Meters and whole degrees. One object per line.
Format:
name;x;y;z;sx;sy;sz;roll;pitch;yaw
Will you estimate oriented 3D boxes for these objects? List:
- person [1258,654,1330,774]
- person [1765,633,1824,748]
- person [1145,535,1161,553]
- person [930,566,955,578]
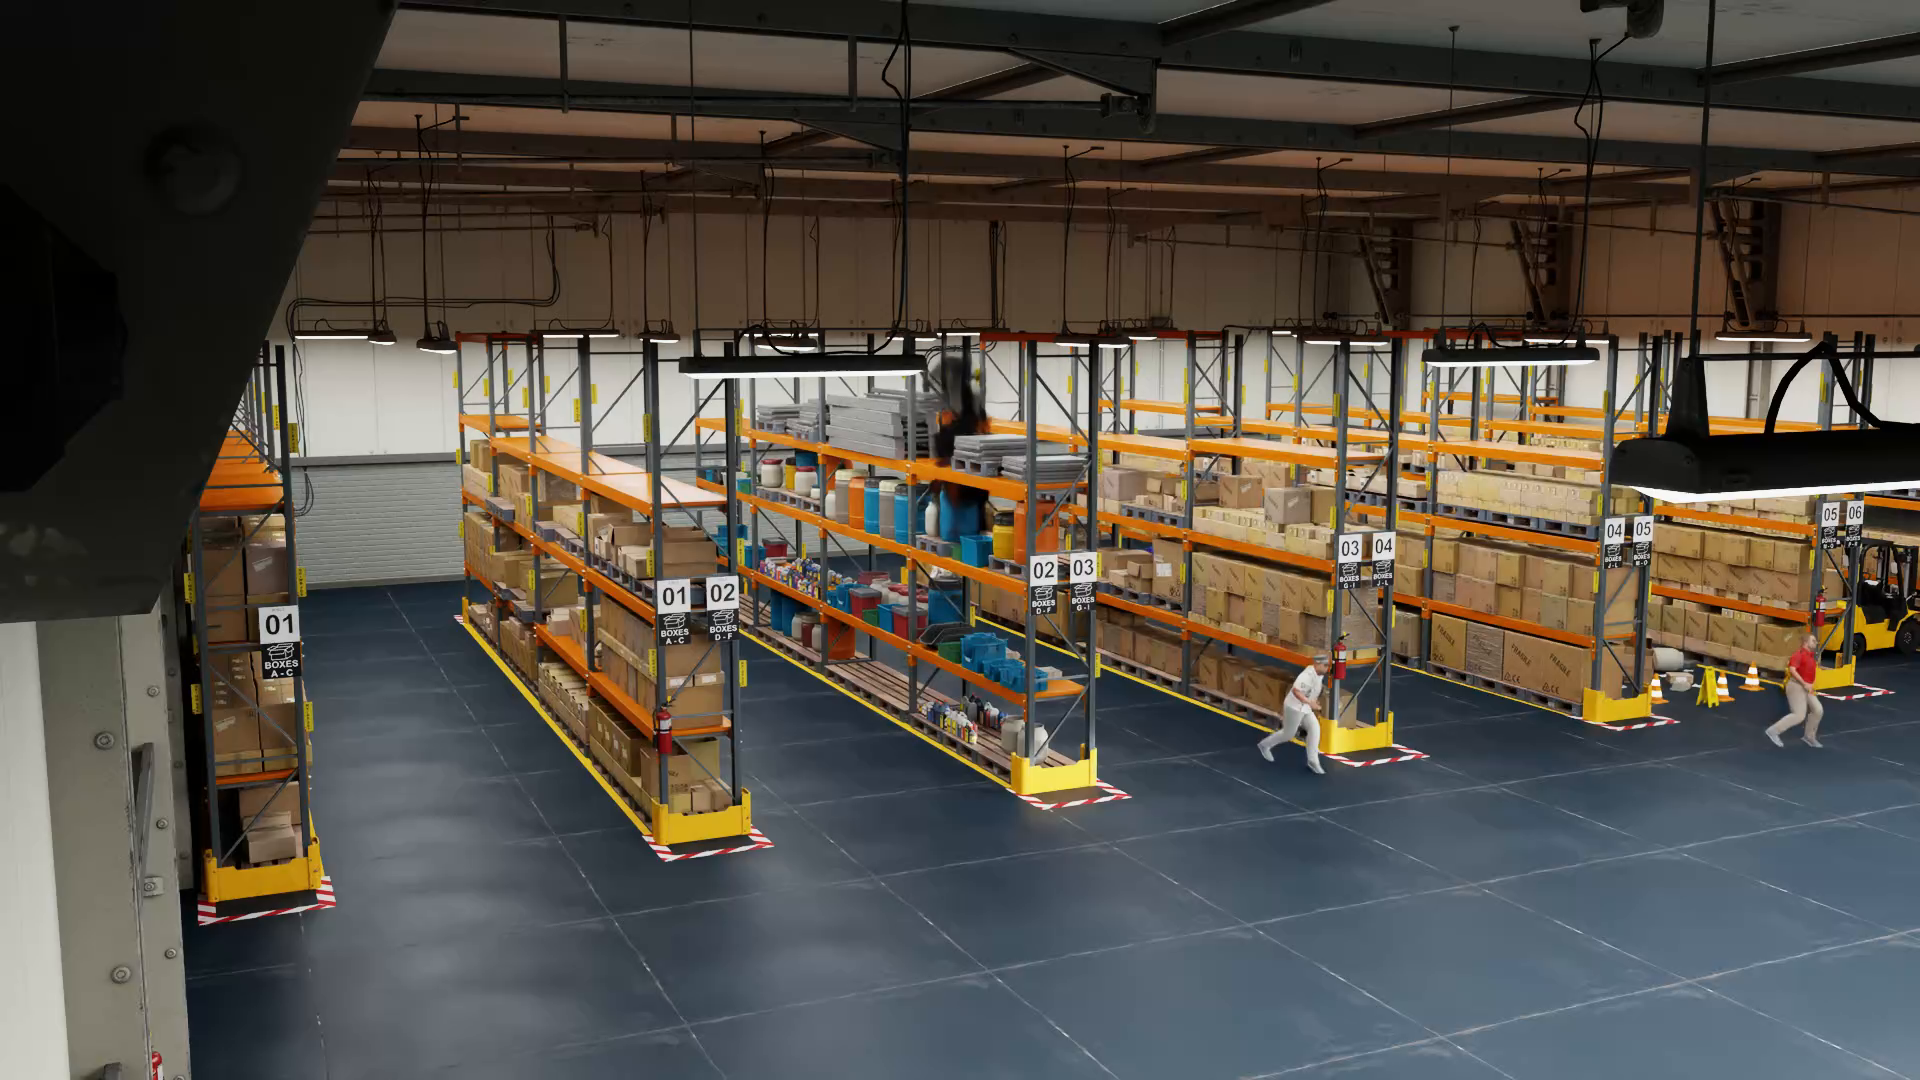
person;4.681;2.397;23.315;1.022;1.722;0.701;5;9;32
person;12.330;2.234;24.452;0.735;1.737;0.897;5;9;35
person;4.267;0.705;35.809;0.560;1.621;0.574;-4;9;-27
person;-0.353;0.974;33.674;0.605;1.672;0.841;-4;9;-29
